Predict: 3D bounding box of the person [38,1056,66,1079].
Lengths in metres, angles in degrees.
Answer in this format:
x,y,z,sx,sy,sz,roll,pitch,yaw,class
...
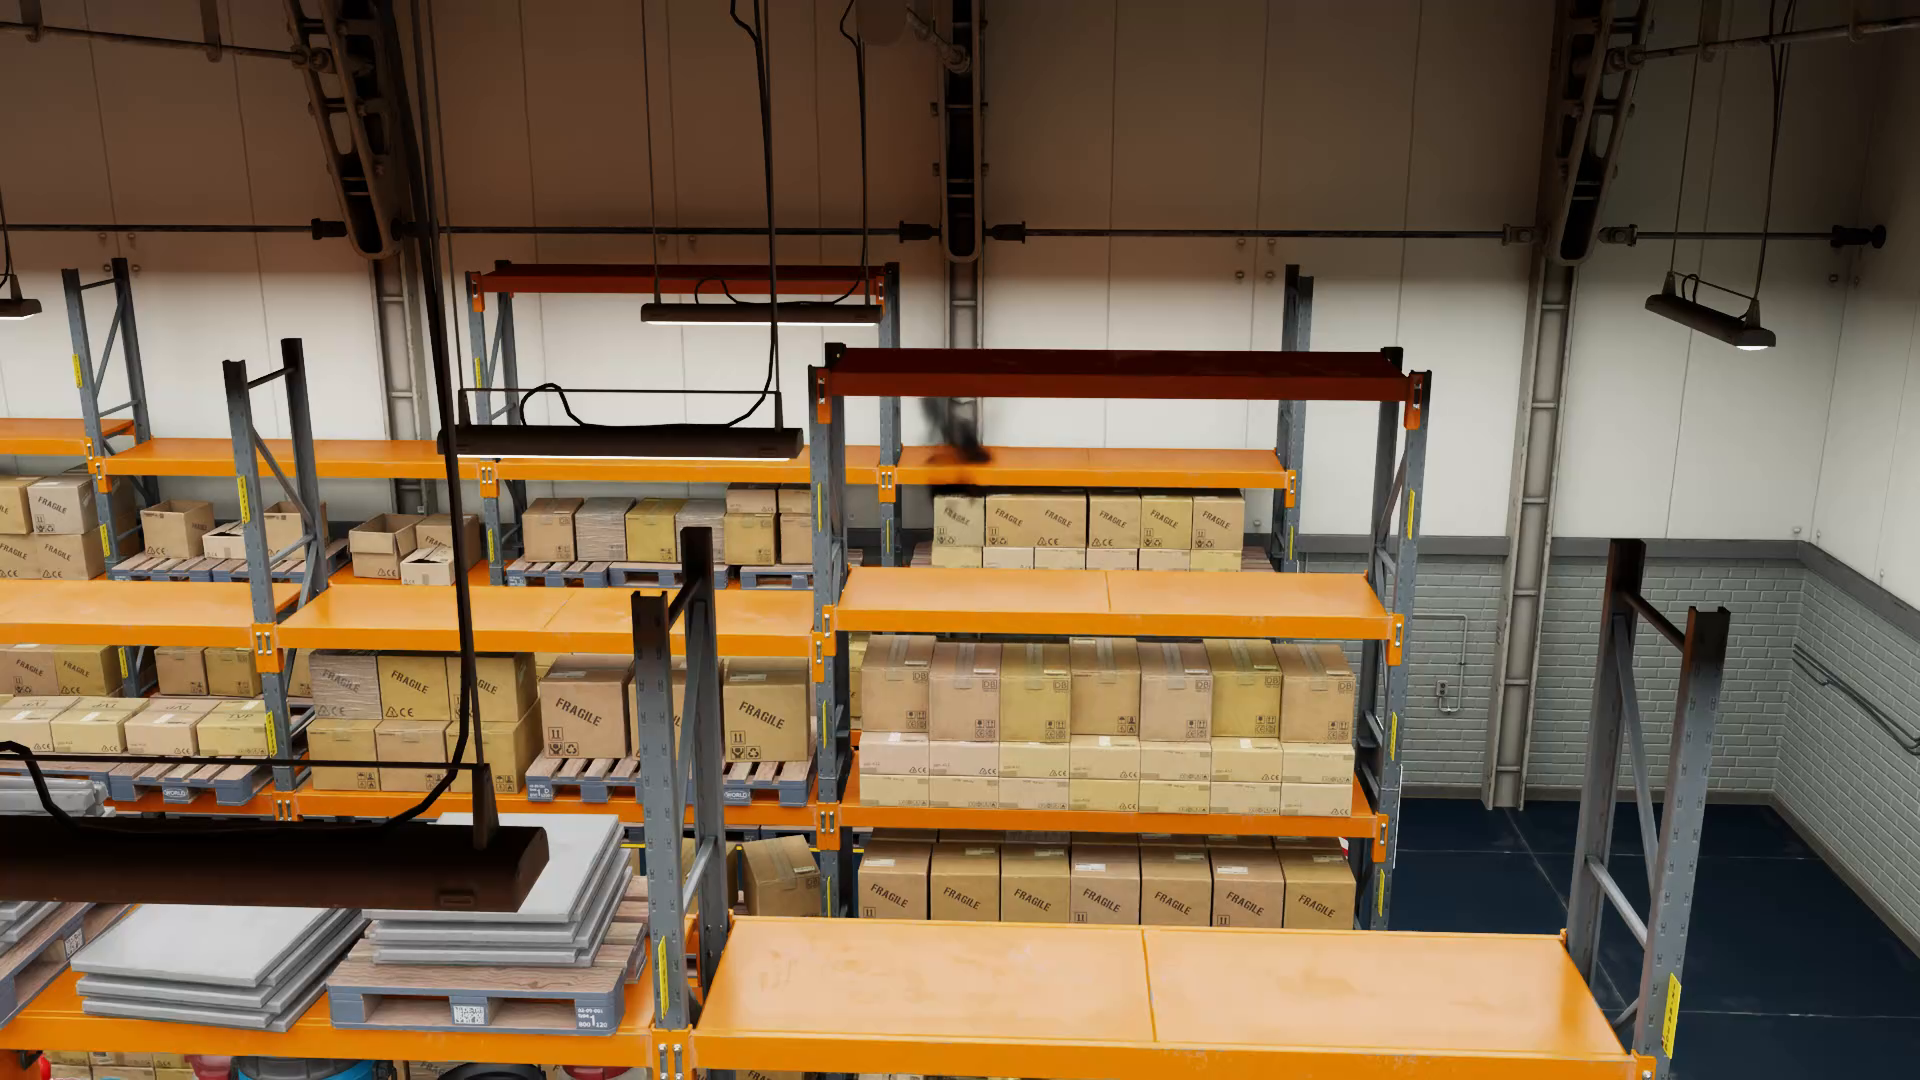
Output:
x,y,z,sx,sy,sz,roll,pitch,yaw,class
-6.017,4.171,10.946,1.002,1.764,0.661,-2,16,-6,person
